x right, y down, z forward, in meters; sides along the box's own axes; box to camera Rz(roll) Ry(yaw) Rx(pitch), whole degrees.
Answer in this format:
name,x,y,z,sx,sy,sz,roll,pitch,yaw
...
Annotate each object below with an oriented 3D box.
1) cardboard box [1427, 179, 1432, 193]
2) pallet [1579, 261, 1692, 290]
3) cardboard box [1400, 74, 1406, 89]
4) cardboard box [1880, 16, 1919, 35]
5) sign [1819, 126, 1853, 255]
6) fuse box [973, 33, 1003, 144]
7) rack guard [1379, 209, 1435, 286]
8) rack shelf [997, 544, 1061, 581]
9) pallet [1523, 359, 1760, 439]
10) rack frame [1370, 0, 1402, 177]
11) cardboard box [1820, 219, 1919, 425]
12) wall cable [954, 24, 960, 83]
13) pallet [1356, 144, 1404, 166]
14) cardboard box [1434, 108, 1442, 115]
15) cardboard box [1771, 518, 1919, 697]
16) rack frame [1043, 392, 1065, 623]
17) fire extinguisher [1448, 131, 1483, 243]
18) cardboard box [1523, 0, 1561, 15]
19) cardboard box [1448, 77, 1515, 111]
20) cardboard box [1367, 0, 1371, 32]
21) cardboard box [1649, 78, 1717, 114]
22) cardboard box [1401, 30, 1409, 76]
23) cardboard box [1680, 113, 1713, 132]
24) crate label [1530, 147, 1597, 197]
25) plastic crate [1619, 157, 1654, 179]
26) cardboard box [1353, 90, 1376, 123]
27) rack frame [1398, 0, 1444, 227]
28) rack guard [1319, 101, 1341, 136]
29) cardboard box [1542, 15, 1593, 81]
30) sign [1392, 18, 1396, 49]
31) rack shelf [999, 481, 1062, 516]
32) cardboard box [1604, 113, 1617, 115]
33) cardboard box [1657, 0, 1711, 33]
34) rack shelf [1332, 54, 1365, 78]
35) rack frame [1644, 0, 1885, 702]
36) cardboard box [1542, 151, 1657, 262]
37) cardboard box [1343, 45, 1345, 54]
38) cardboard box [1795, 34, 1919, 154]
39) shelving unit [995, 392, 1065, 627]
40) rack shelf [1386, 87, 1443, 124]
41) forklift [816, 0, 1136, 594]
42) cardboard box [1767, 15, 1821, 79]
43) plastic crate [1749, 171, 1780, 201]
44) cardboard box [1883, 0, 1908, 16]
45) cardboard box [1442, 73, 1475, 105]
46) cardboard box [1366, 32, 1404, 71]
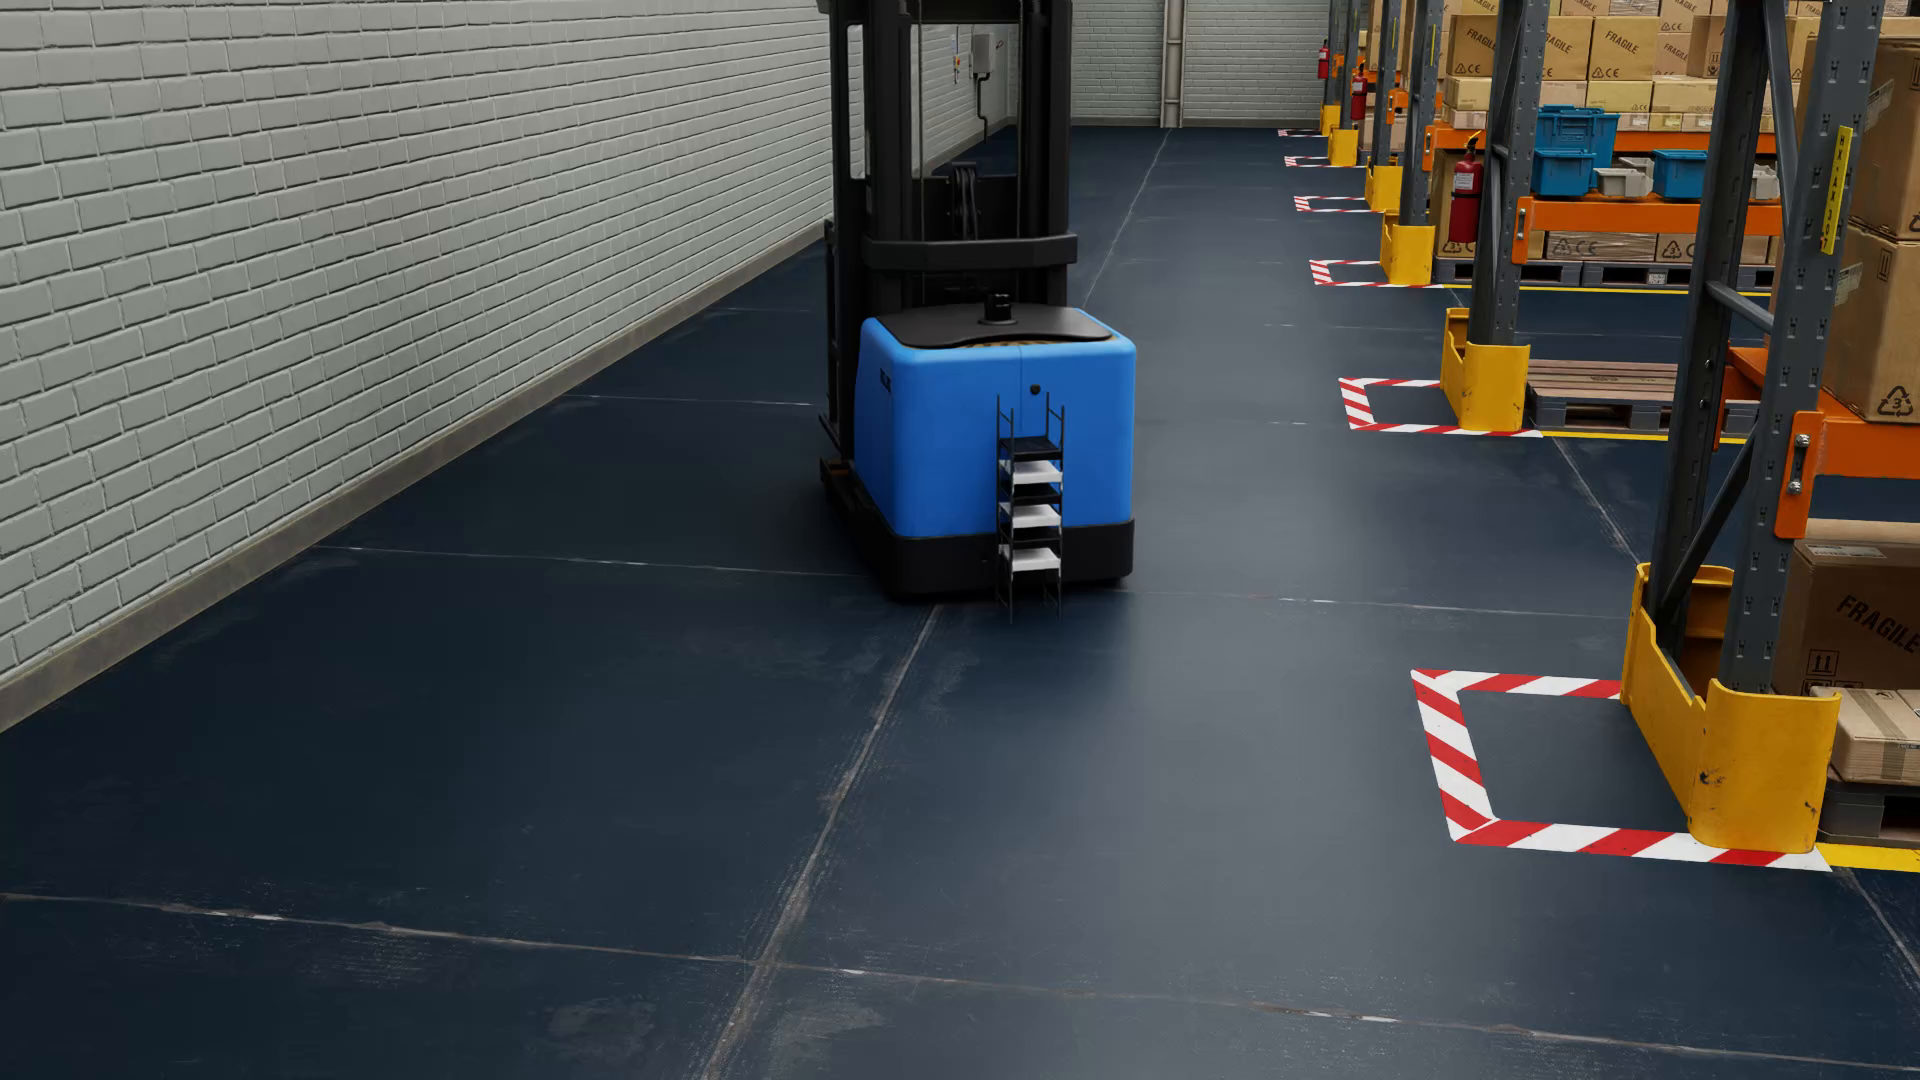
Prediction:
name,x,y,z,sx,sy,sz,roll,pitch,yaw
cardboard box,5.325,-4.055,18.946,0.250,0.149,0.380,3,19,10
pallet,5.974,-2.385,14.520,1.213,0.211,1.003,3,19,9
cardboard box,5.225,-5.287,19.194,0.250,0.149,0.380,3,19,9
cardboard box,7.425,-3.949,13.385,0.500,0.500,0.500,3,19,10
sign,2.311,-0.923,4.390,0.005,0.325,0.100,3,19,9
fuse box,0.450,-7.206,26.565,0.414,1.711,0.539,3,19,9
rack guard,3.948,-2.601,14.710,0.348,0.500,1.175,3,19,9
rack shelf,0.276,0.080,6.736,0.200,0.077,0.258,-4,19,-12
pallet,3.994,-0.858,9.955,1.213,0.211,1.003,3,19,9
rack frame,4.858,-5.334,18.939,0.127,3.000,1.000,3,19,9
cardboard box,2.793,-0.625,4.706,0.500,0.500,0.500,3,19,10
wall cable,-0.028,-7.663,24.249,0.123,1.953,0.585,3,19,9
pallet,6.345,-5.552,23.984,1.213,0.211,1.003,3,19,9
cardboard box,8.260,-7.285,28.048,0.500,0.500,0.500,3,19,10
cardboard box,2.972,0.245,5.511,0.500,0.500,0.500,3,19,9
rack frame,0.375,-0.129,6.690,0.006,0.900,0.240,-4,19,-12
fire extinguisher,3.109,-2.170,10.192,0.183,0.674,0.296,3,19,9
cardboard box,6.268,-5.834,18.232,0.500,0.500,0.500,2,19,7
cardboard box,4.403,-3.747,13.962,0.500,0.250,0.500,2,19,7
cardboard box,6.057,-7.462,23.565,0.500,0.500,0.500,4,19,10
cardboard box,5.928,-3.671,13.737,0.500,0.250,0.500,3,19,8
cardboard box,5.342,-5.581,19.049,0.500,0.500,0.500,3,19,10
cardboard box,6.048,-3.455,13.720,0.250,0.149,0.380,3,19,10
crate label,3.377,-2.067,9.344,0.303,0.233,0.416,3,19,9
plastic crate,4.020,-2.153,9.752,0.243,0.136,0.396,3,19,9
cardboard box,6.916,-7.400,28.386,0.637,0.503,0.797,2,19,6
rack frame,3.971,-3.785,14.310,0.127,3.000,1.000,3,19,9
rack guard,6.402,-7.256,28.622,0.348,0.500,1.175,3,19,9
cardboard box,4.896,-4.077,13.767,0.500,0.500,0.500,2,19,7
sign,4.772,-5.575,18.293,0.005,0.325,0.100,3,19,9
rack shelf,0.276,-0.175,6.650,0.200,0.077,0.258,-4,19,-12
cardboard box,5.285,-3.494,13.835,0.250,0.149,0.380,3,19,8
cardboard box,7.789,-5.759,18.006,0.500,0.500,0.500,2,19,7
rack shelf,8.302,-8.003,28.050,4.000,0.370,1.077,3,19,9
rack frame,2.396,-0.682,5.035,0.127,3.000,1.000,3,19,9
cardboard box,5.515,-2.924,14.422,0.875,0.875,0.875,3,19,9
cardboard box,6.697,-8.394,28.478,0.250,0.149,0.380,3,19,8
cardboard box,2.880,-1.267,5.051,0.500,0.500,0.500,3,19,8
shelving unit,0.276,-0.122,6.668,0.210,0.900,0.258,-4,19,-12
rack shelf,6.833,-4.892,18.752,4.000,0.370,1.077,3,19,9
forklift,-0.094,-1.599,7.884,1.130,2.935,3.031,-4,19,-12
cardboard box,7.004,-4.141,13.959,0.500,0.500,0.500,3,19,9
plastic crate,4.351,-1.945,9.132,0.298,0.136,0.250,3,19,9
cardboard box,12.382,-6.976,22.113,0.500,0.500,0.500,3,19,10
cardboard box,4.492,-3.914,14.462,0.500,0.250,0.500,3,19,8
cardboard box,5.972,-6.823,23.232,0.500,0.500,0.500,3,19,8
